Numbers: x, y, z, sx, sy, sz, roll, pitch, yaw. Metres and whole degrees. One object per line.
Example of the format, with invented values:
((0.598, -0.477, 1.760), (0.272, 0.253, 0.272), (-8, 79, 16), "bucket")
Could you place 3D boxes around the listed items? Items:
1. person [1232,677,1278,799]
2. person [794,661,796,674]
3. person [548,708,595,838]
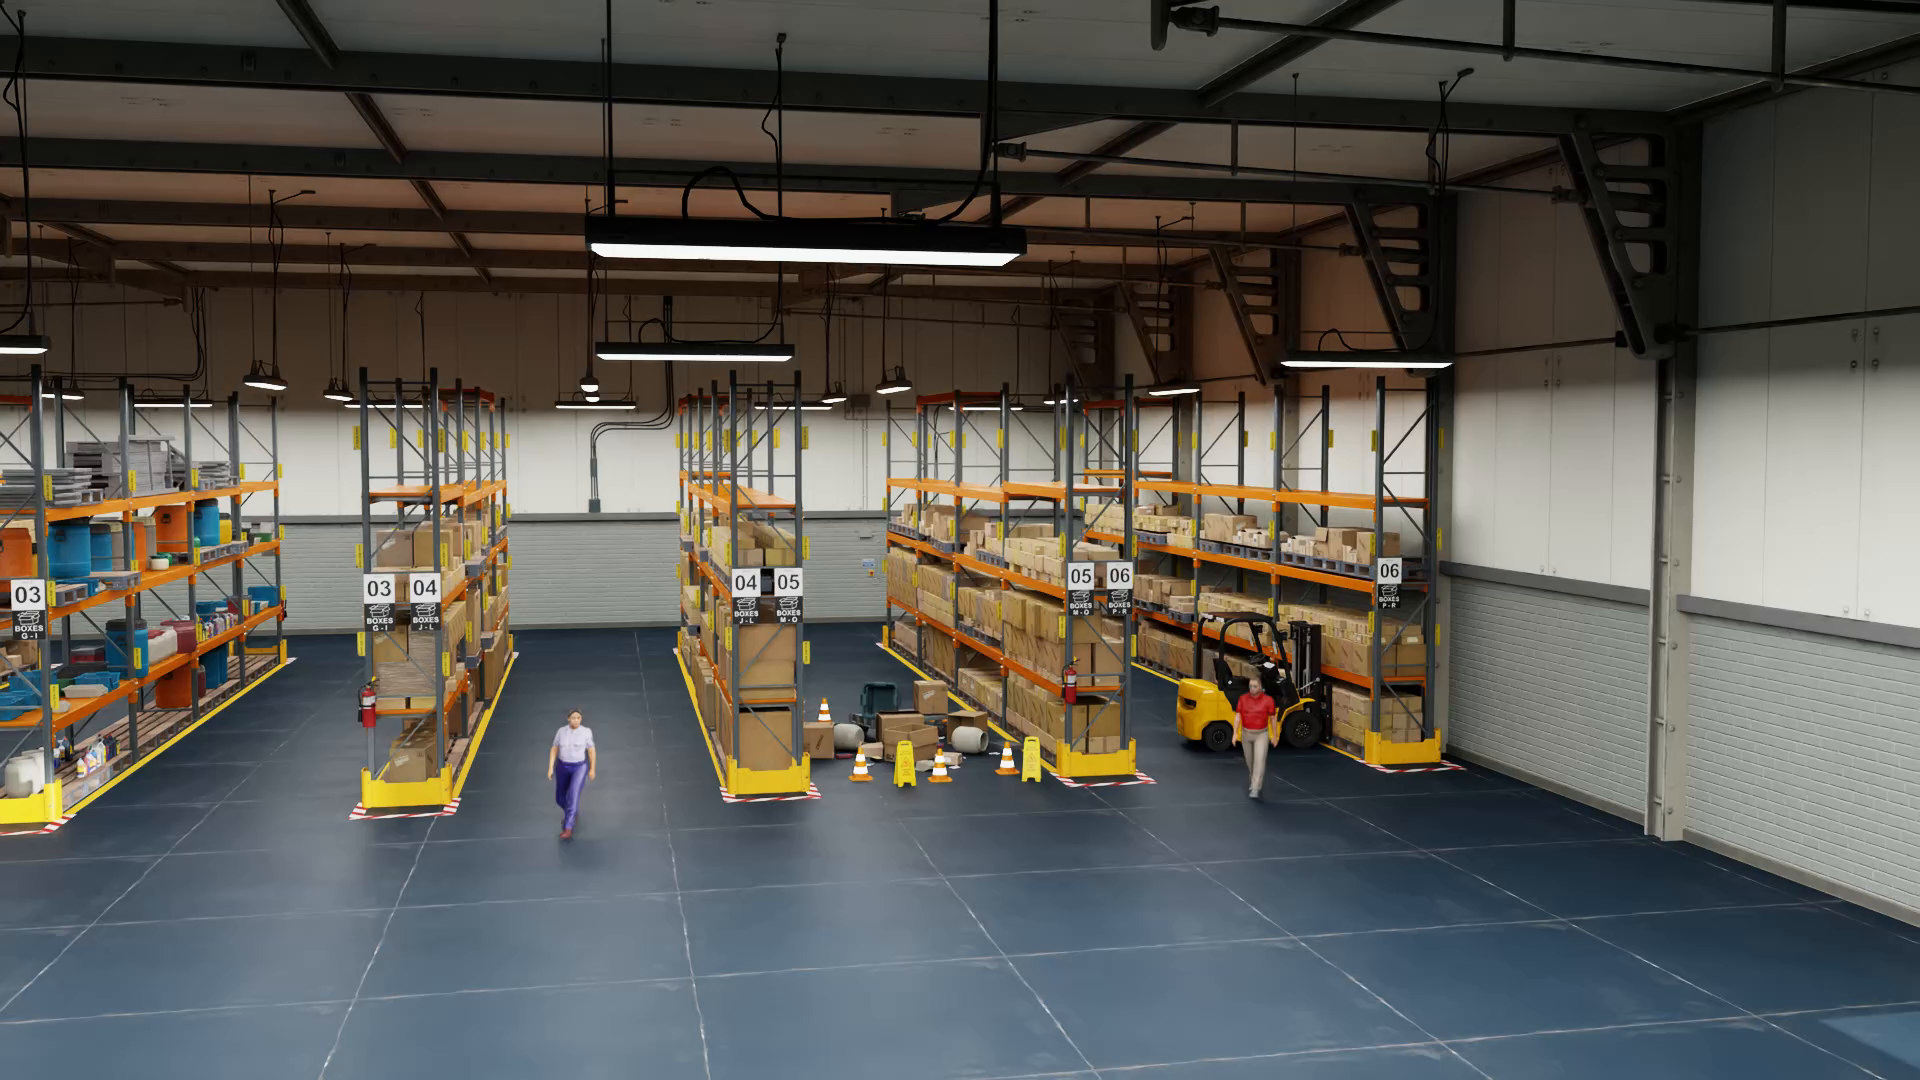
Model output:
((4.111, 2.756, 23.348), (0.566, 1.668, 1.061), (2, 4, 31), "person")
((-3.656, 2.036, 35.505), (0.570, 1.721, 0.502), (1, 3, 12), "person")
((-4.951, 2.934, 21.224), (0.556, 1.598, 0.940), (0, 3, -2), "person")
